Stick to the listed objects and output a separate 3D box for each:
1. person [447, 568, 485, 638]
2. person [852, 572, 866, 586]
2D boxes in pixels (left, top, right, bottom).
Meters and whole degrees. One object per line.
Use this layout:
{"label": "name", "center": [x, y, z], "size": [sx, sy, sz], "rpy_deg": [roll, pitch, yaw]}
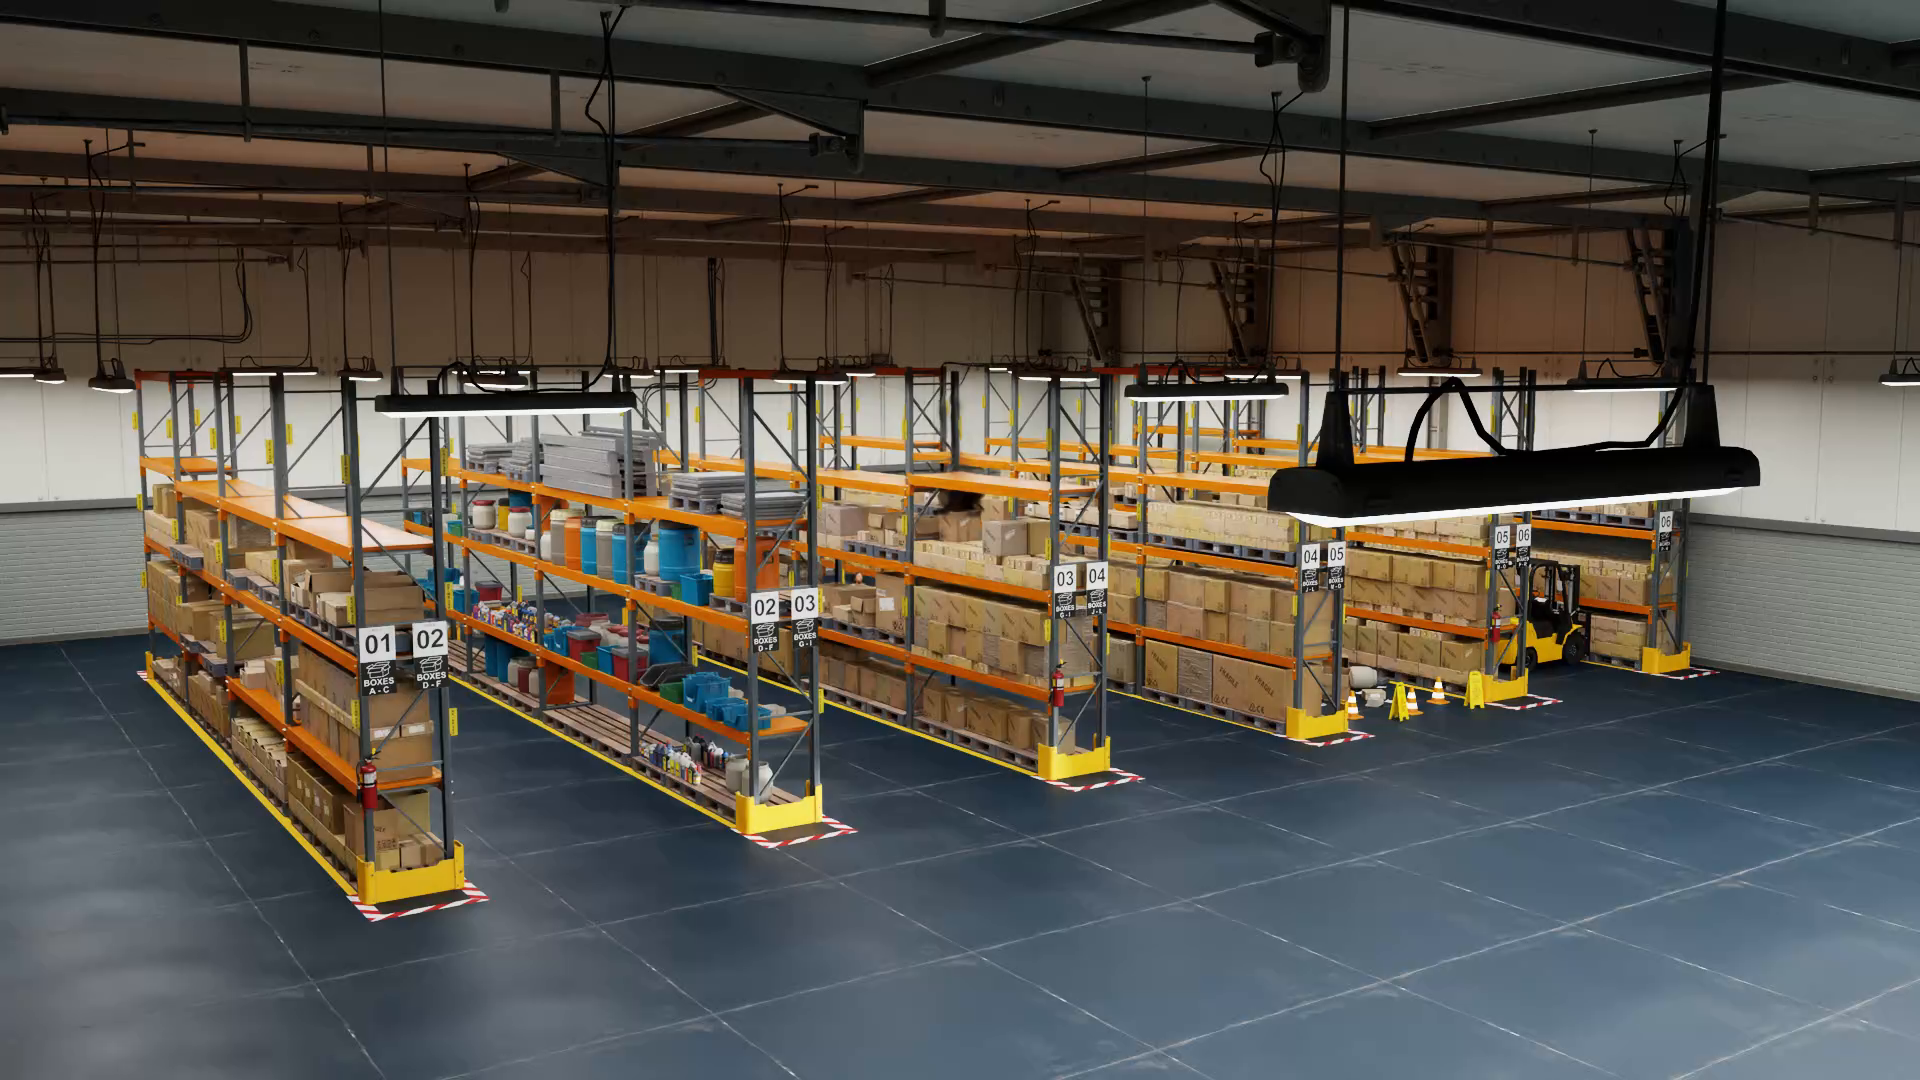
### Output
{"label": "person", "center": [-10.917, 1.403, 36.566], "size": [0.877, 1.645, 0.643], "rpy_deg": [-1, 7, -13]}
{"label": "person", "center": [-2.188, 1.485, 35.886], "size": [0.582, 1.630, 0.566], "rpy_deg": [-4, 7, -29]}
